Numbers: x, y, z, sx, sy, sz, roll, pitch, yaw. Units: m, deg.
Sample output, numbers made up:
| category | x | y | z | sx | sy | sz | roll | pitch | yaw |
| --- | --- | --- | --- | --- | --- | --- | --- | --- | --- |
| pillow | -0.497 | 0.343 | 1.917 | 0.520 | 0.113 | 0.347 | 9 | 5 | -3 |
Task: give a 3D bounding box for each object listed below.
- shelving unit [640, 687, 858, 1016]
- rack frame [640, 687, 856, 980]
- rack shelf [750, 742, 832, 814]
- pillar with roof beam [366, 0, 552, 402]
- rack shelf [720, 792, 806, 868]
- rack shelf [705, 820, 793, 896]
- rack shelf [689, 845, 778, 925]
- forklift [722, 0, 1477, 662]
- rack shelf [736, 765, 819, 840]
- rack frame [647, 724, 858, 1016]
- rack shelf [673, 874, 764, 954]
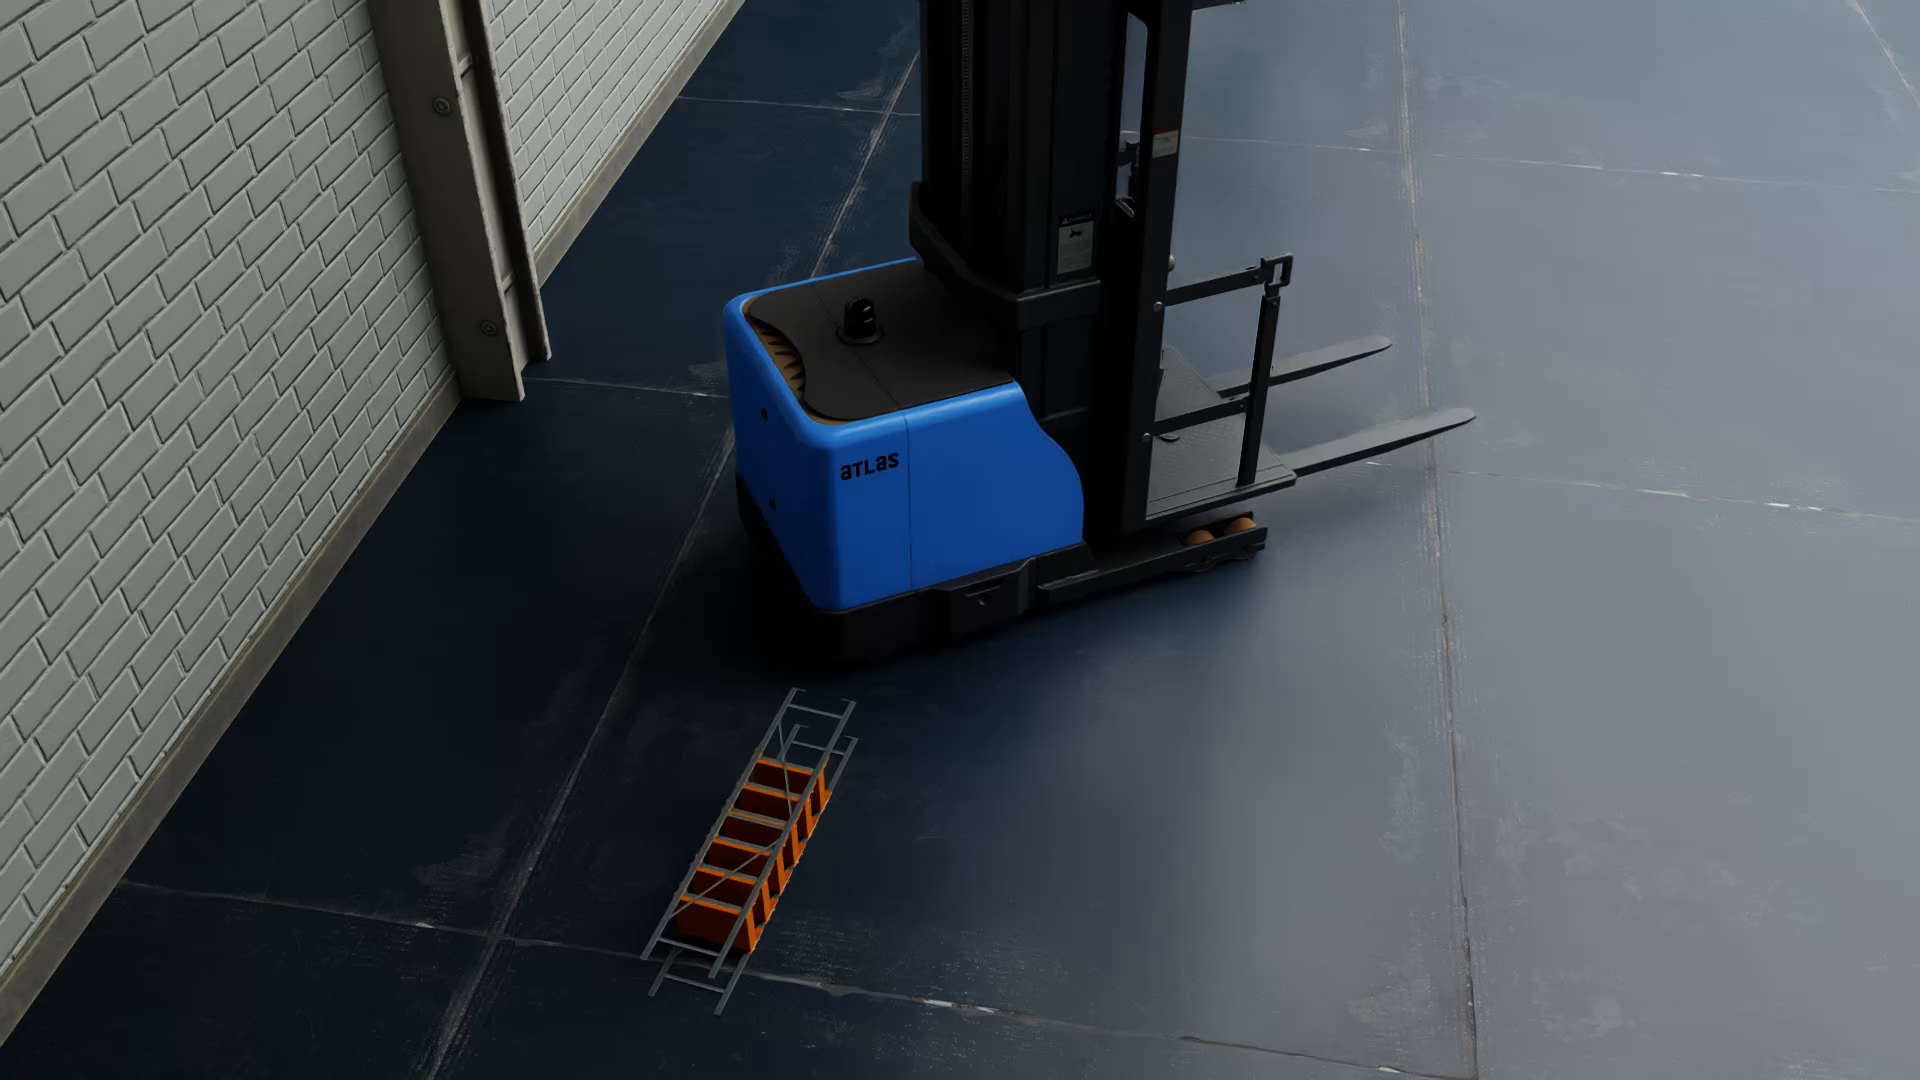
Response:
| category | x | y | z | sx | sy | sz | roll | pitch | yaw |
| --- | --- | --- | --- | --- | --- | --- | --- | --- | --- |
| shelving unit | -0.657 | 0.975 | 5.418 | 0.258 | 0.189 | 1.200 | 11 | 41 | 14 |
| rack frame | -0.657 | 0.905 | 5.360 | 0.240 | 0.006 | 1.200 | 11 | 41 | 14 |
| rack shelf | -0.570 | 0.803 | 5.627 | 0.258 | 0.180 | 0.103 | 11 | 41 | 14 |
| pillar with roof beam | 2.140 | -3.758 | 4.233 | 9.100 | 9.000 | 0.400 | 6 | 40 | 8 |
| rack shelf | -0.643 | 0.948 | 5.451 | 0.258 | 0.180 | 0.103 | 11 | 41 | 14 |
| rack shelf | -0.680 | 1.021 | 5.363 | 0.258 | 0.180 | 0.103 | 11 | 41 | 14 |
| rack shelf | -0.716 | 1.094 | 5.275 | 0.258 | 0.180 | 0.103 | 11 | 41 | 14 |
| forklift | 0.670 | -1.295 | 6.016 | 3.031 | 2.935 | 1.130 | -16 | 42 | -18 |
| rack shelf | -0.607 | 0.875 | 5.539 | 0.258 | 0.180 | 0.103 | 11 | 41 | 14 |
| rack frame | -0.657 | 1.046 | 5.477 | 0.240 | 0.006 | 1.200 | 11 | 41 | 14 |
| rack shelf | -0.753 | 1.167 | 5.187 | 0.258 | 0.180 | 0.103 | 11 | 41 | 14 |
